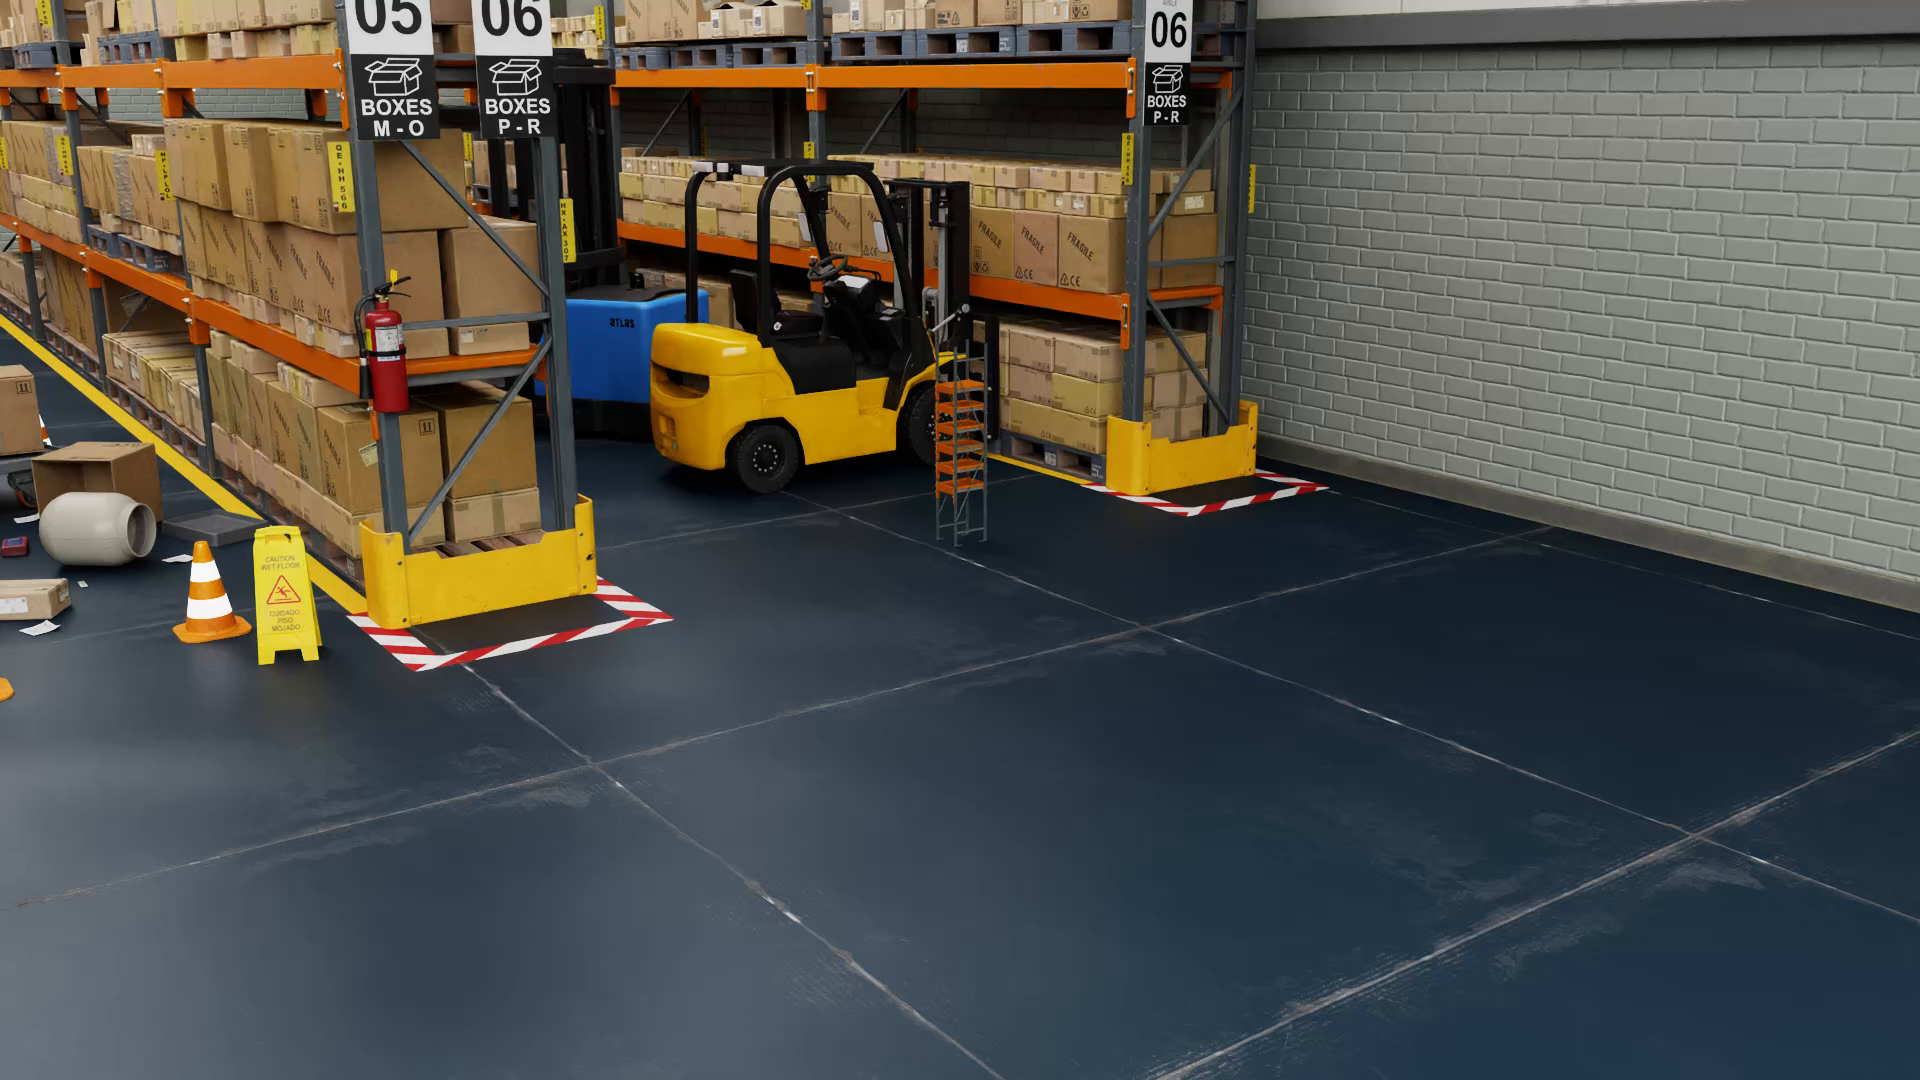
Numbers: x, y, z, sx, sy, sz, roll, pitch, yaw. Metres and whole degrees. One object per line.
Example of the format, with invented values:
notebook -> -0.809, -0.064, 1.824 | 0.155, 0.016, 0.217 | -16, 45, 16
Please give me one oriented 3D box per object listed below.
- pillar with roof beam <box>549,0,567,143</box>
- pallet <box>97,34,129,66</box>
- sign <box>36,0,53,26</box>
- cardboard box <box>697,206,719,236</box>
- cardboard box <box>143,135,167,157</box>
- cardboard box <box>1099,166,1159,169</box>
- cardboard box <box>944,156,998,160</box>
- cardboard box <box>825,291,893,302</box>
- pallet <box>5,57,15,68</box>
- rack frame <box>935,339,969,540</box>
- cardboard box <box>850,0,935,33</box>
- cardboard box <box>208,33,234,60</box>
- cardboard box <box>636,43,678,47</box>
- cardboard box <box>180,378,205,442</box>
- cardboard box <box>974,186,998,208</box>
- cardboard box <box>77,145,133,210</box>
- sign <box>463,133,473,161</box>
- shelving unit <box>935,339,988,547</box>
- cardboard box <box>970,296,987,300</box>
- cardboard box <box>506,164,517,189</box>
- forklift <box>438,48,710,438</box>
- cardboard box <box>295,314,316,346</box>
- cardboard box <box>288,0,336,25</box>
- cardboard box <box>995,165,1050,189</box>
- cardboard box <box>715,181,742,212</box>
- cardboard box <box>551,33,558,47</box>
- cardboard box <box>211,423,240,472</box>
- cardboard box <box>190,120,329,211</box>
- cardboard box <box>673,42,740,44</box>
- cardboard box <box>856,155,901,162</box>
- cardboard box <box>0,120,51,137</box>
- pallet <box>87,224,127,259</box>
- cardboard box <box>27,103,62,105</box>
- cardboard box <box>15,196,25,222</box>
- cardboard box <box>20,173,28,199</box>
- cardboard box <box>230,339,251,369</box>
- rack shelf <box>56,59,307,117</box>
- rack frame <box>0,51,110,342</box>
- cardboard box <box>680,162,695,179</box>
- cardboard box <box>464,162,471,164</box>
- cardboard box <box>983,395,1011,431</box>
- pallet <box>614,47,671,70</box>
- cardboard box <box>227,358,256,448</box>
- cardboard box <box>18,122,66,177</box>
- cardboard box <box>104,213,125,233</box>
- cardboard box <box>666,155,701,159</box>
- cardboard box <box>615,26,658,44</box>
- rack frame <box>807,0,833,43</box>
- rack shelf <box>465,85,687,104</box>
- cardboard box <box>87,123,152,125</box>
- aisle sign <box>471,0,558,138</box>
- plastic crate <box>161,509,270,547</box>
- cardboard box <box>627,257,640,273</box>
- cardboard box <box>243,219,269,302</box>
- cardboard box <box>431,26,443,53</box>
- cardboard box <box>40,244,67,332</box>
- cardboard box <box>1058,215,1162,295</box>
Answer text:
pillar with roof beam -> -8.686, -6.945, 18.404 | 9.100, 9.000, 0.400 | -11, 19, -35
pallet -> -5.722, -3.677, 12.502 | 1.213, 0.211, 1.003 | -11, 19, -35
sign -> -7.638, -4.456, 13.862 | 0.100, 0.325, 0.005 | -11, 19, -35
cardboard box -> -2.205, -3.044, 15.799 | 0.500, 0.250, 0.500 | -10, 18, -33
cardboard box -> -5.703, -2.867, 12.093 | 0.380, 0.149, 0.250 | -12, 19, -36
cardboard box -> 1.214, -2.593, 11.888 | 0.380, 0.149, 0.250 | -10, 18, -33
cardboard box -> 0.090, -3.048, 13.548 | 0.380, 0.149, 0.250 | -11, 19, -36
cardboard box -> -0.789, -1.929, 13.962 | 0.500, 0.250, 0.500 | -11, 19, -35
pallet -> -10.722, -5.500, 18.977 | 1.003, 0.211, 1.213 | -11, 19, -35
rack frame -> -0.045, -0.595, 9.978 | 0.240, 1.200, 0.006 | -11, 19, -35
cardboard box -> -0.528, -4.162, 13.102 | 0.500, 0.311, 0.500 | -10, 18, -33
cardboard box -> -4.161, -2.884, 9.723 | 0.380, 0.149, 0.250 | -11, 19, -36
cardboard box -> -3.194, -5.259, 17.454 | 0.380, 0.149, 0.250 | -11, 19, -34
cardboard box -> -5.143, -0.998, 12.223 | 0.950, 0.372, 0.625 | -11, 19, -34
cardboard box -> 0.327, -2.530, 12.221 | 0.380, 0.149, 0.250 | -11, 19, -34
cardboard box -> -7.107, -3.068, 14.055 | 0.500, 0.500, 0.500 | -12, 19, -36
sign -> -5.958, -4.763, 20.155 | 0.100, 0.325, 0.005 | -11, 19, -35
shelving unit -> 0.009, -0.576, 9.906 | 0.258, 1.200, 0.189 | -11, 19, -35
cardboard box -> -0.064, -1.900, 13.857 | 0.500, 0.250, 0.500 | -11, 19, -35
cardboard box -> -5.017, -4.213, 19.244 | 0.396, 0.266, 0.258 | -10, 18, -32
forklift -> -3.582, -2.422, 13.375 | 3.031, 2.935, 1.130 | 6, 16, 20
cardboard box -> -3.422, -1.168, 9.138 | 0.380, 0.149, 0.250 | -10, 18, -34
cardboard box -> -3.000, -2.683, 8.234 | 0.500, 0.250, 0.500 | -11, 19, -35
cardboard box -> 0.476, -2.620, 11.983 | 0.380, 0.149, 0.250 | -10, 18, -33
cardboard box -> -1.920, -3.175, 15.333 | 0.500, 0.250, 0.500 | -10, 18, -33
cardboard box -> -4.310, -5.461, 18.193 | 0.380, 0.149, 0.250 | -10, 18, -33
cardboard box -> -4.704, -0.660, 11.218 | 0.500, 0.250, 0.500 | -12, 19, -37
cardboard box -> -4.194, -2.274, 10.055 | 0.700, 0.500, 0.500 | -11, 19, -36
cardboard box -> -2.539, -5.087, 16.598 | 0.500, 0.250, 0.500 | -11, 19, -35
cardboard box -> -0.631, -3.074, 13.644 | 0.380, 0.149, 0.250 | -11, 19, -34
cardboard box -> -10.037, -4.248, 17.832 | 0.500, 0.500, 0.500 | -11, 19, -35
pallet -> -6.680, -2.577, 14.175 | 1.213, 0.211, 1.003 | -11, 19, -35
cardboard box -> -10.721, -5.048, 19.525 | 0.380, 0.149, 0.250 | -10, 18, -33
cardboard box -> -9.491, -3.452, 17.292 | 0.500, 0.250, 0.500 | -11, 19, -36
cardboard box -> -9.177, -3.584, 16.825 | 0.500, 0.250, 0.500 | -11, 18, -34
cardboard box -> -4.376, -1.189, 10.502 | 0.380, 0.149, 0.250 | -10, 18, -32
rack shelf -> -6.009, -3.478, 12.783 | 1.077, 0.370, 4.000 | -11, 19, -35
rack frame -> -9.537, -3.660, 17.766 | 1.000, 3.000, 0.127 | -11, 19, -35
cardboard box -> -2.455, -3.550, 15.947 | 0.380, 0.149, 0.250 | -10, 18, -33
cardboard box -> -6.327, -4.678, 21.205 | 0.500, 0.250, 0.500 | -11, 19, -34
cardboard box -> 0.428, -1.012, 12.505 | 0.500, 0.250, 0.500 | -11, 19, -34
pallet -> -2.701, -4.802, 16.613 | 1.213, 0.211, 1.003 | -10, 18, -32
cardboard box -> -4.380, -0.909, 10.708 | 0.500, 0.500, 0.500 | -10, 18, -32
cardboard box -> -8.896, -3.840, 16.340 | 0.500, 0.500, 0.500 | -11, 19, -36
cardboard box -> -6.736, -2.596, 13.558 | 0.380, 0.149, 0.250 | -11, 19, -34
cardboard box -> -2.817, -3.900, 17.225 | 0.380, 0.149, 0.250 | -10, 18, -33
cardboard box -> -3.212, -5.040, 16.585 | 0.380, 0.166, 0.250 | -11, 19, -35
rack frame -> -0.820, -5.616, 13.550 | 1.000, 3.000, 0.127 | -11, 19, -35
rack shelf -> -4.348, -5.104, 18.722 | 1.077, 0.370, 4.000 | -11, 19, -35
cardboard box -> -8.162, -3.805, 16.213 | 0.500, 0.500, 0.500 | -11, 18, -34
aisle sign -> -2.194, -2.386, 8.188 | 0.394, 0.787, 0.004 | -11, 19, -35
plastic crate -> -4.573, -0.081, 10.220 | 0.583, 0.080, 0.402 | 10, 18, 33
cardboard box -> -3.667, -2.953, 17.893 | 0.380, 0.149, 0.250 | -12, 19, -37
cardboard box -> -3.888, -1.688, 9.810 | 0.500, 0.500, 0.500 | -11, 19, -34
cardboard box -> -2.640, -2.586, 8.638 | 0.380, 0.149, 0.250 | -12, 19, -36
cardboard box -> -9.107, -2.718, 17.552 | 0.875, 0.875, 0.875 | -10, 18, -33
cardboard box -> 1.030, -1.981, 11.443 | 0.500, 0.500, 0.500 | -11, 19, -36
